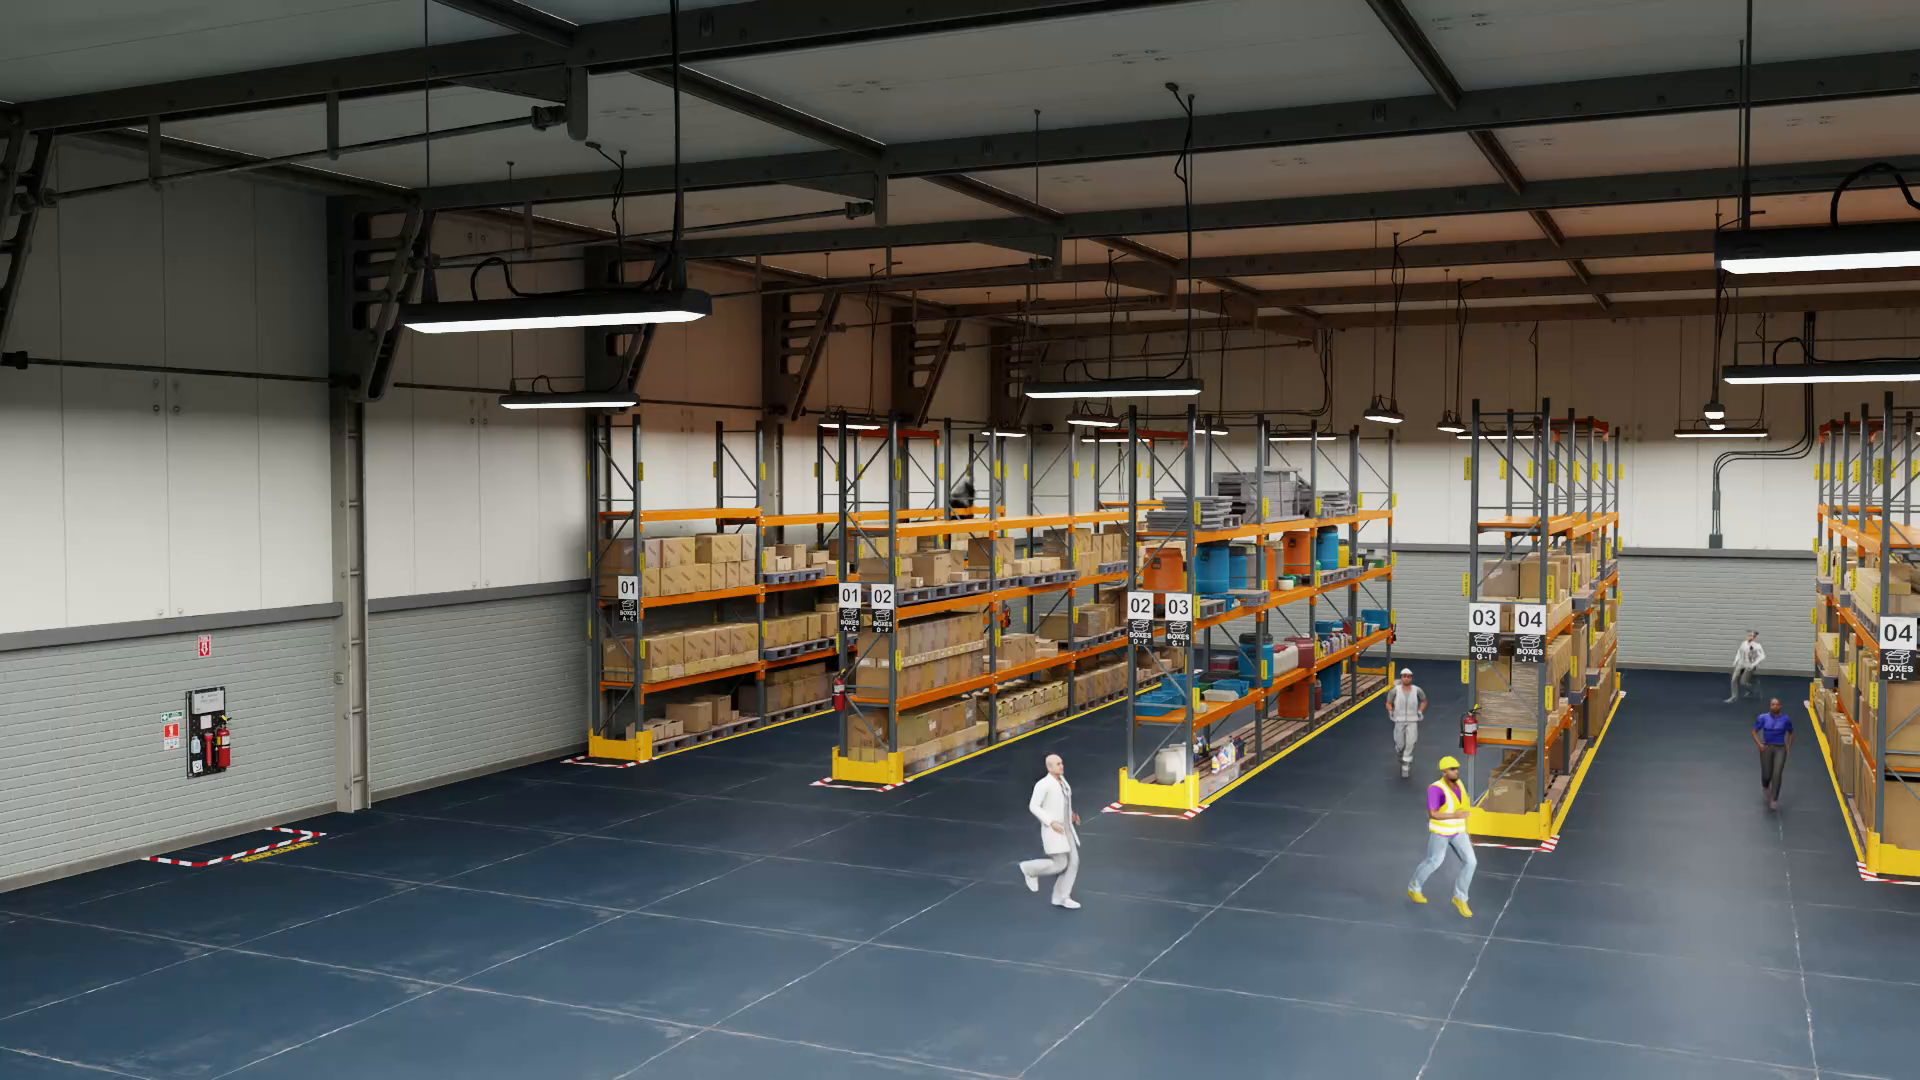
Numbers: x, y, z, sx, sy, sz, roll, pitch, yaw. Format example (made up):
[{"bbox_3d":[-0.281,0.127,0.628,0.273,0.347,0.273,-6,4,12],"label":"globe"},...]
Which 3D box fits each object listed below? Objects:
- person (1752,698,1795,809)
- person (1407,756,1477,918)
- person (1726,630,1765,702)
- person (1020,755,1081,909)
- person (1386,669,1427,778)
[{"bbox_3d":[12.203,3.178,24.949,0.584,1.622,0.685,1,3,22],"label":"person"},{"bbox_3d":[5.522,3.345,18.889,0.709,1.811,0.896,-1,3,-29],"label":"person"},{"bbox_3d":[17.097,2.735,35.999,0.675,1.619,0.696,-1,3,-27],"label":"person"},{"bbox_3d":[1.076,3.450,19.215,0.756,1.537,0.711,2,3,38],"label":"person"},{"bbox_3d":[7.366,3.001,27.422,0.657,1.759,0.729,1,2,13],"label":"person"}]
